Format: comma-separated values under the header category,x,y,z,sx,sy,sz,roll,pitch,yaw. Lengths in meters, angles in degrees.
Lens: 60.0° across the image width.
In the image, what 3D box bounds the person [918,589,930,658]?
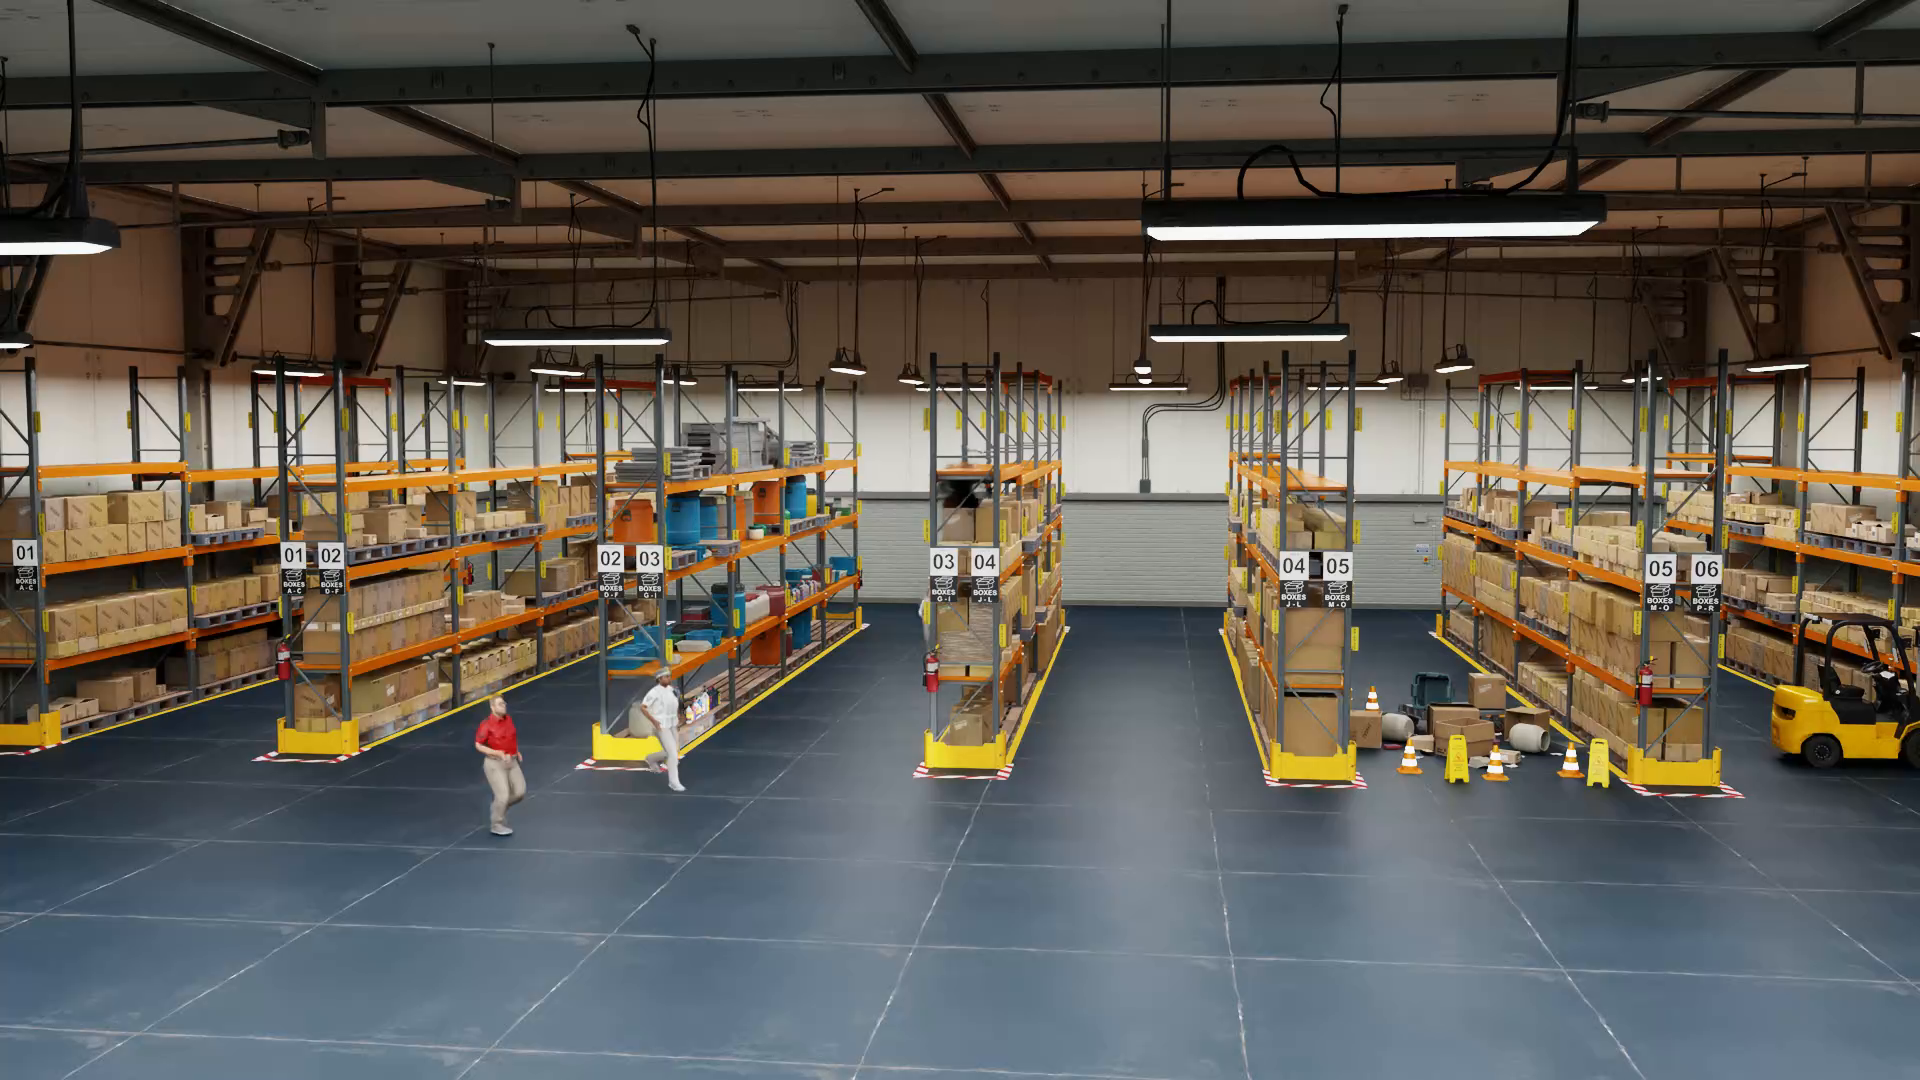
category,x,y,z,sx,sy,sz,roll,pitch,yaw
person,-0.609,1.776,34.795,0.540,1.562,0.552,0,4,4

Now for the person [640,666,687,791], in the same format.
category,x,y,z,sx,sy,sz,roll,pitch,yaw
person,-4.061,2.578,22.757,0.758,1.709,0.602,2,5,30

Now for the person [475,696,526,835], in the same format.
category,x,y,z,sx,sy,sz,roll,pitch,yaw
person,-5.557,2.731,20.201,0.617,1.677,0.657,2,5,31
